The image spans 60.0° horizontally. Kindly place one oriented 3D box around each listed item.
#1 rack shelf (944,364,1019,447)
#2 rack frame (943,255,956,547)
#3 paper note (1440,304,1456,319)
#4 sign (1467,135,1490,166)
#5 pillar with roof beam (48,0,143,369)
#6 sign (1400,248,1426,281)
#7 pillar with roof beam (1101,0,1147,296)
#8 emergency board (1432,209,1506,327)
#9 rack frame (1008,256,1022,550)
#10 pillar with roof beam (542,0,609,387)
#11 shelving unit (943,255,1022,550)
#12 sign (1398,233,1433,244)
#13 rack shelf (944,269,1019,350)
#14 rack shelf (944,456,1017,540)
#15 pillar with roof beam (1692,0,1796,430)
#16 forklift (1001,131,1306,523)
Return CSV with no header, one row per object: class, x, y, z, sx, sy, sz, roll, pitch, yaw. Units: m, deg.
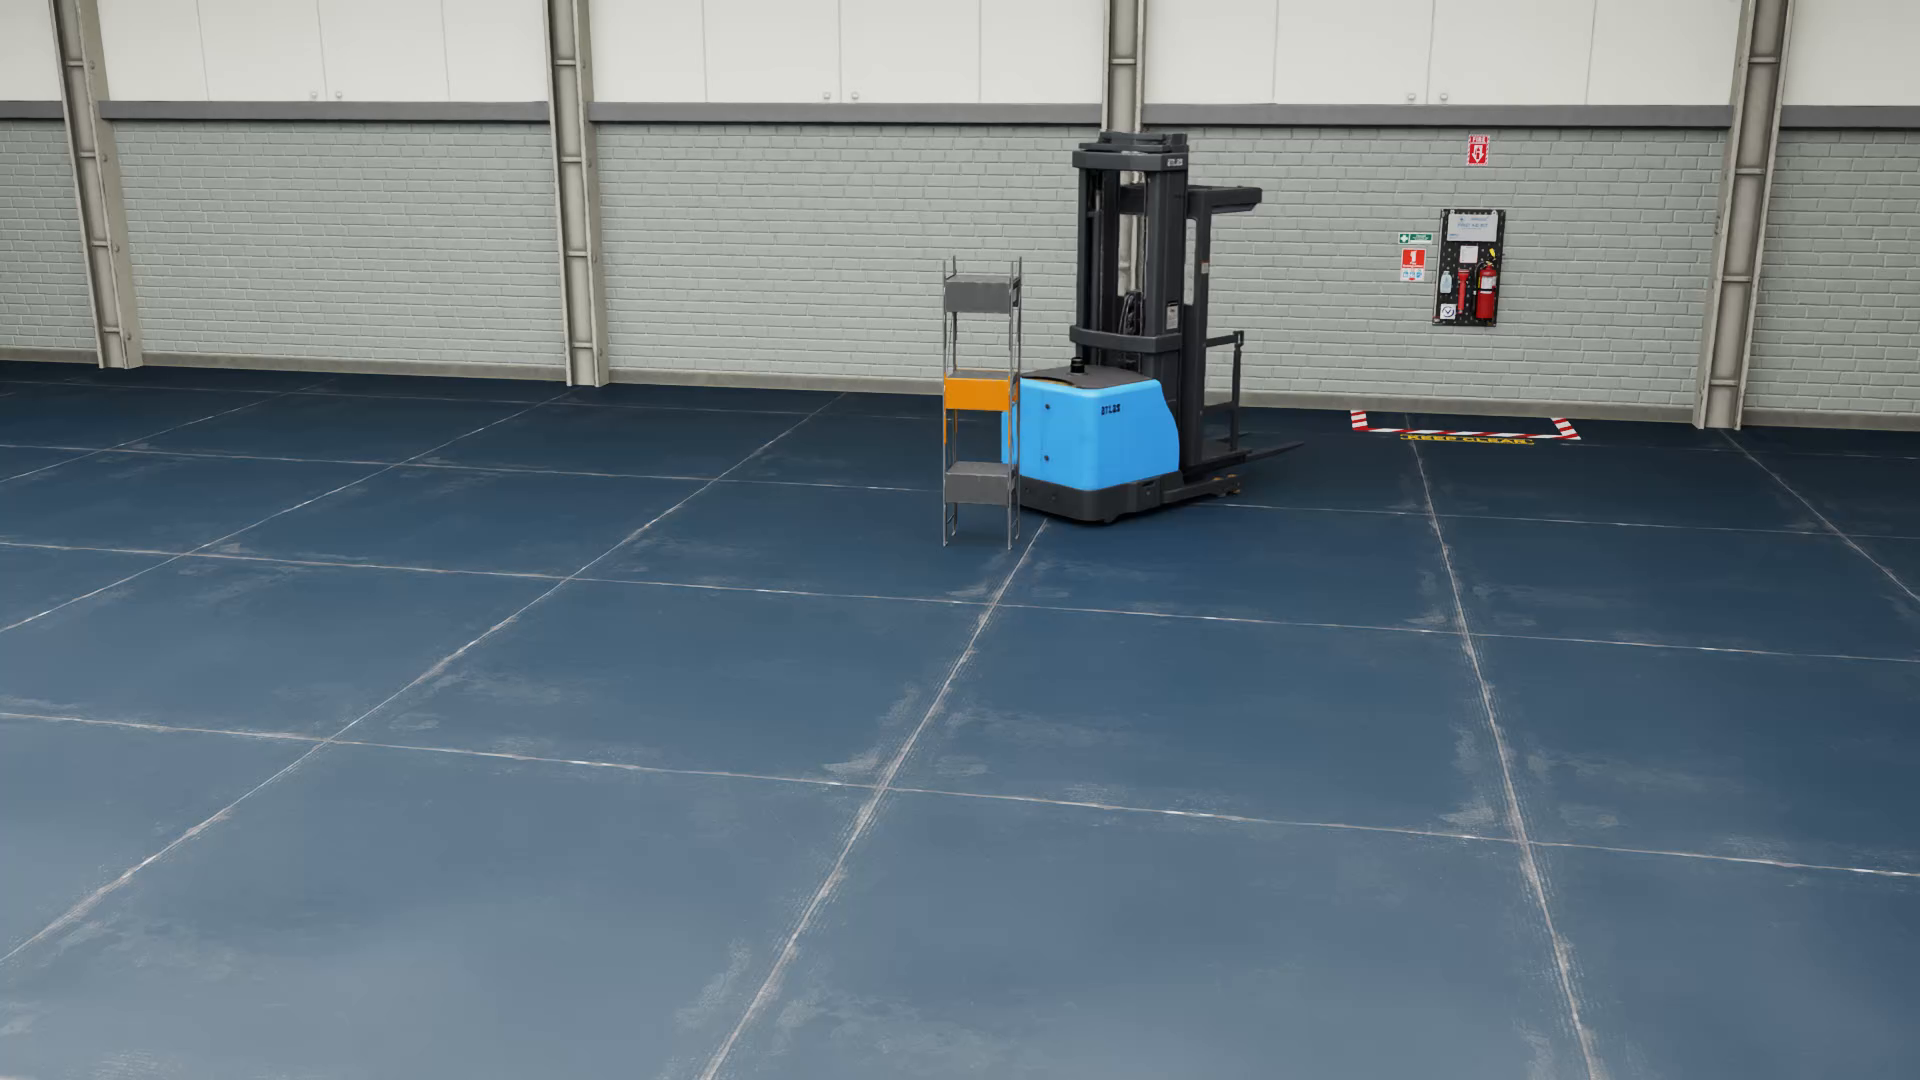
rack shelf,0.162,-0.990,12.184,0.480,0.518,0.431,3,16,11
rack frame,-0.077,-1.016,12.227,0.015,2.100,0.400,3,16,11
paper note,4.965,-2.325,16.915,0.142,0.148,0.016,3,16,11
sign,5.137,-3.865,16.485,0.199,0.298,0.001,3,16,11
pillar with roof beam,-10.958,-5.303,14.778,0.400,9.000,9.100,3,16,11
sign,4.604,-2.795,16.897,0.234,0.329,0.001,3,16,11
pillar with roof beam,0.801,-4.664,12.474,0.400,9.000,9.100,3,16,11
emergency board,5.125,-2.722,16.699,0.643,1.169,0.194,3,16,11
rack frame,0.401,-0.990,12.133,0.015,2.100,0.400,3,16,11
pillar with roof beam,-5.078,-4.984,13.626,0.400,9.000,9.100,3,16,11
shelving unit,0.162,-1.003,12.180,0.503,2.100,0.431,3,16,11
sign,4.606,-3.048,16.817,0.331,0.109,0.001,3,16,11
rack shelf,0.162,-1.665,11.997,0.480,0.518,0.431,3,16,11
rack shelf,0.162,-0.315,12.370,0.480,0.518,0.431,3,16,11
pillar with roof beam,6.681,-4.345,11.322,0.400,9.000,9.100,3,16,11
forklift,1.739,-1.853,13.691,3.031,2.935,1.130,-14,21,-41
